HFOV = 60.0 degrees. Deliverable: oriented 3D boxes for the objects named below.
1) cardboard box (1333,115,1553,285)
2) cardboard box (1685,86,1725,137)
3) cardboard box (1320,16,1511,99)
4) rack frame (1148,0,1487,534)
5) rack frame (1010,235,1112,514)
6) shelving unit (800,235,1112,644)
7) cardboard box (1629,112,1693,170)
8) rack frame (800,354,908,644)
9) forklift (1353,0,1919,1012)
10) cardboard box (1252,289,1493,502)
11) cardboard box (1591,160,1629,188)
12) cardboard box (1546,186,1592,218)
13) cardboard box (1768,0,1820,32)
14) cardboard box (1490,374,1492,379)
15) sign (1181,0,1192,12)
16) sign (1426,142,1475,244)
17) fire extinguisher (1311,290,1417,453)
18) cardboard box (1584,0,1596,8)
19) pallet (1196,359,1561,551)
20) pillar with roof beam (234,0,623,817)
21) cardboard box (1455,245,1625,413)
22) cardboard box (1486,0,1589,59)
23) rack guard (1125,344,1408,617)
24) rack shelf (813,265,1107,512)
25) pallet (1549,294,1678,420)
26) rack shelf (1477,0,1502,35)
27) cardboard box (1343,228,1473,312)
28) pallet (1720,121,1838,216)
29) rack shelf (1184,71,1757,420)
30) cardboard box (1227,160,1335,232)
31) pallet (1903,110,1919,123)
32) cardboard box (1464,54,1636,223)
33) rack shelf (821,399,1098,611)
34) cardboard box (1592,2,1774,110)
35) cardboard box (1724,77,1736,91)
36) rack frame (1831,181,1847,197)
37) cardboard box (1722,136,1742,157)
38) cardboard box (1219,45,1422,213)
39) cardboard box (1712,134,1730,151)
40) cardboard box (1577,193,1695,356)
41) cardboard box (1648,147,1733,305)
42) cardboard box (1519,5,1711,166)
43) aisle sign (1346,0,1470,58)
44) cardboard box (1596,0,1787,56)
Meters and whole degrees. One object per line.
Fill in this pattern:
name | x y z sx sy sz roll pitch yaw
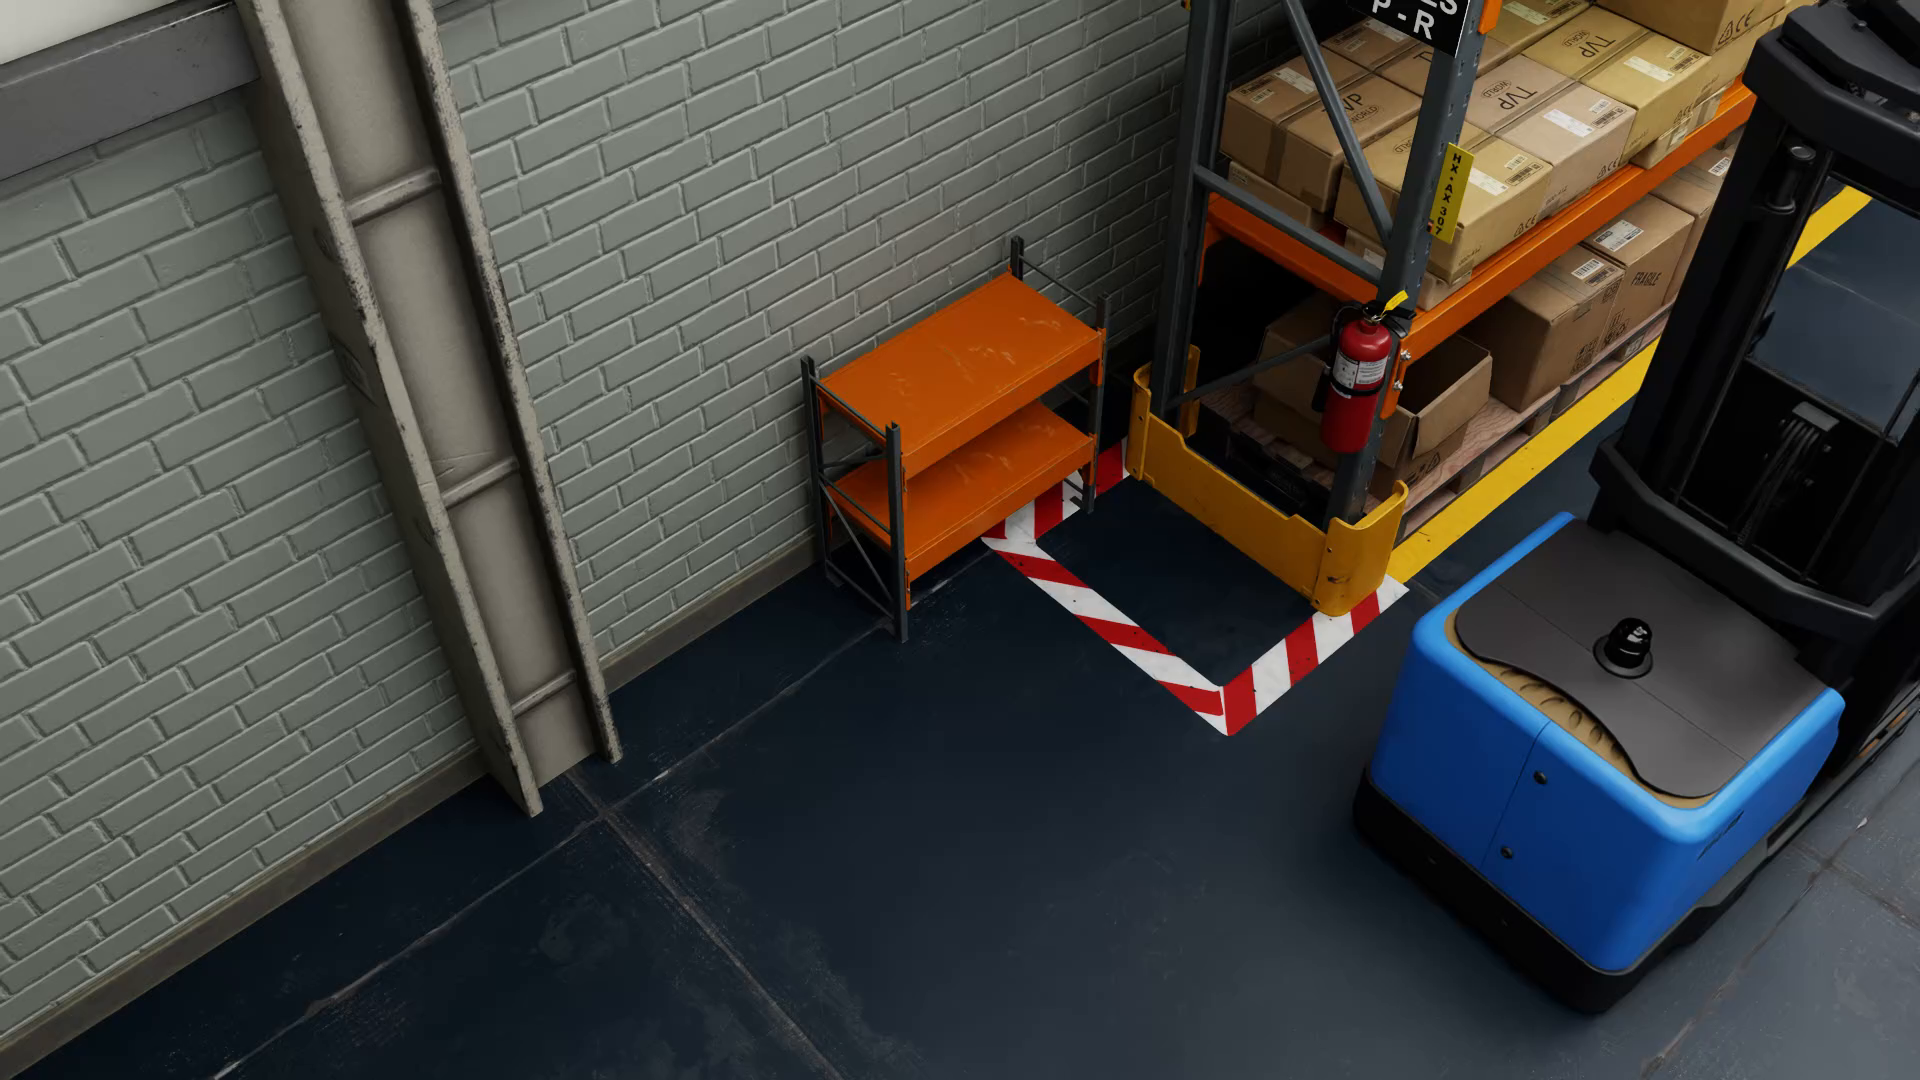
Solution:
cardboard box | 1.651 -1.191 5.707 0.500 0.250 0.500 -33 56 -27
cardboard box | 2.730 -1.742 6.487 0.250 0.149 0.380 -33 55 -26
cardboard box | 1.678 -1.739 6.213 0.500 0.250 0.500 -34 56 -27
rack frame | 1.134 -1.063 5.690 0.127 3.000 1.000 -34 56 -27
rack frame | 0.372 -0.630 6.566 0.032 1.125 0.500 -34 56 -27
shelving unit | -0.004 -0.378 6.333 1.048 1.125 0.538 -34 56 -27
cardboard box | 2.549 -1.601 6.357 0.250 0.149 0.380 -35 56 -28
rack frame | -0.379 -0.126 6.101 0.032 1.125 0.500 -34 56 -27
forklift | 2.821 -0.426 5.148 3.031 2.935 1.130 -32 55 -26
cardboard box | 1.651 -0.609 6.684 0.637 0.503 0.797 -36 57 -28
cardboard box | 2.311 -1.517 6.279 0.250 0.149 0.380 -33 55 -27
cardboard box | 2.118 -1.382 6.155 0.250 0.149 0.380 -32 55 -26
cardboard box | 3.142 -2.211 6.649 0.500 0.250 0.500 -34 56 -27
cardboard box | 1.991 -0.678 6.989 0.250 0.149 0.380 -36 57 -28
sign | 0.776 -1.874 5.436 0.005 0.325 0.100 -34 56 -27
sign | 1.499 -1.061 5.099 0.005 0.325 0.100 -34 56 -27
fire extinguisher | 1.336 -0.586 5.556 0.183 0.674 0.296 -34 56 -27
cardboard box | 2.435 -2.239 6.675 0.500 0.250 0.500 -34 56 -27
pallet | 1.780 -0.549 7.113 1.213 0.211 1.003 -34 56 -27
pillar with roof beam | 1.429 0.087 0.547 0.400 9.000 9.100 -34 56 -27
cardboard box | 2.309 -1.010 7.056 0.500 0.500 0.700 -32 55 -26
cardboard box | 2.048 -1.981 6.437 0.500 0.250 0.500 -32 55 -26
rack guard | 1.190 -0.253 6.643 0.348 0.500 1.175 -34 56 -27
rack shelf | -0.004 -0.576 6.118 1.000 0.278 0.538 -34 56 -27
pallet | 2.682 -1.149 7.667 1.213 0.211 1.003 -34 56 -27
rack shelf | 2.614 -2.825 5.764 4.000 0.370 1.077 -34 56 -27
cardboard box | 1.562 -0.991 5.794 0.250 0.149 0.380 -34 56 -27
pallet | 3.585 -1.756 8.227 1.213 0.211 1.003 -34 56 -27
rack shelf | 2.614 -1.808 6.866 4.000 0.370 1.077 -34 56 -27
cardboard box | 1.199 -1.287 6.068 0.250 0.149 0.380 -34 56 -28
pallet | 4.670 -2.517 8.929 1.213 0.211 1.003 -34 56 -27
cardboard box | 2.024 -1.440 5.937 0.500 0.250 0.500 -33 55 -27
rack shelf | -0.004 -0.212 6.513 1.000 0.278 0.538 -34 56 -27
cardboard box | 2.761 -1.957 6.414 0.500 0.250 0.500 -35 56 -28
cardboard box | 2.874 -1.907 6.640 0.250 0.149 0.380 -34 56 -27
rack frame | 4.094 -3.040 7.514 0.127 3.000 1.000 -34 56 -27
cardboard box | 3.879 -1.781 8.006 0.250 0.149 0.380 -35 56 -28
cardboard box | 1.296 -1.484 5.978 0.500 0.250 0.500 -32 55 -26
cardboard box | 3.446 -2.073 8.165 0.500 0.311 0.500 -32 55 -26
cardboard box | 2.768 -1.217 7.247 0.500 0.500 0.500 -33 55 -27
cardboard box | 3.077 -1.523 7.529 0.500 0.500 0.700 -36 57 -28
cardboard box | 2.397 -1.692 6.170 0.500 0.250 0.500 -35 56 -28
aisle sign | 1.281 -1.751 4.556 0.004 0.787 0.394 -34 56 -27
cardboard box | 2.761 -2.187 6.116 0.500 0.500 0.500 -32 55 -26
